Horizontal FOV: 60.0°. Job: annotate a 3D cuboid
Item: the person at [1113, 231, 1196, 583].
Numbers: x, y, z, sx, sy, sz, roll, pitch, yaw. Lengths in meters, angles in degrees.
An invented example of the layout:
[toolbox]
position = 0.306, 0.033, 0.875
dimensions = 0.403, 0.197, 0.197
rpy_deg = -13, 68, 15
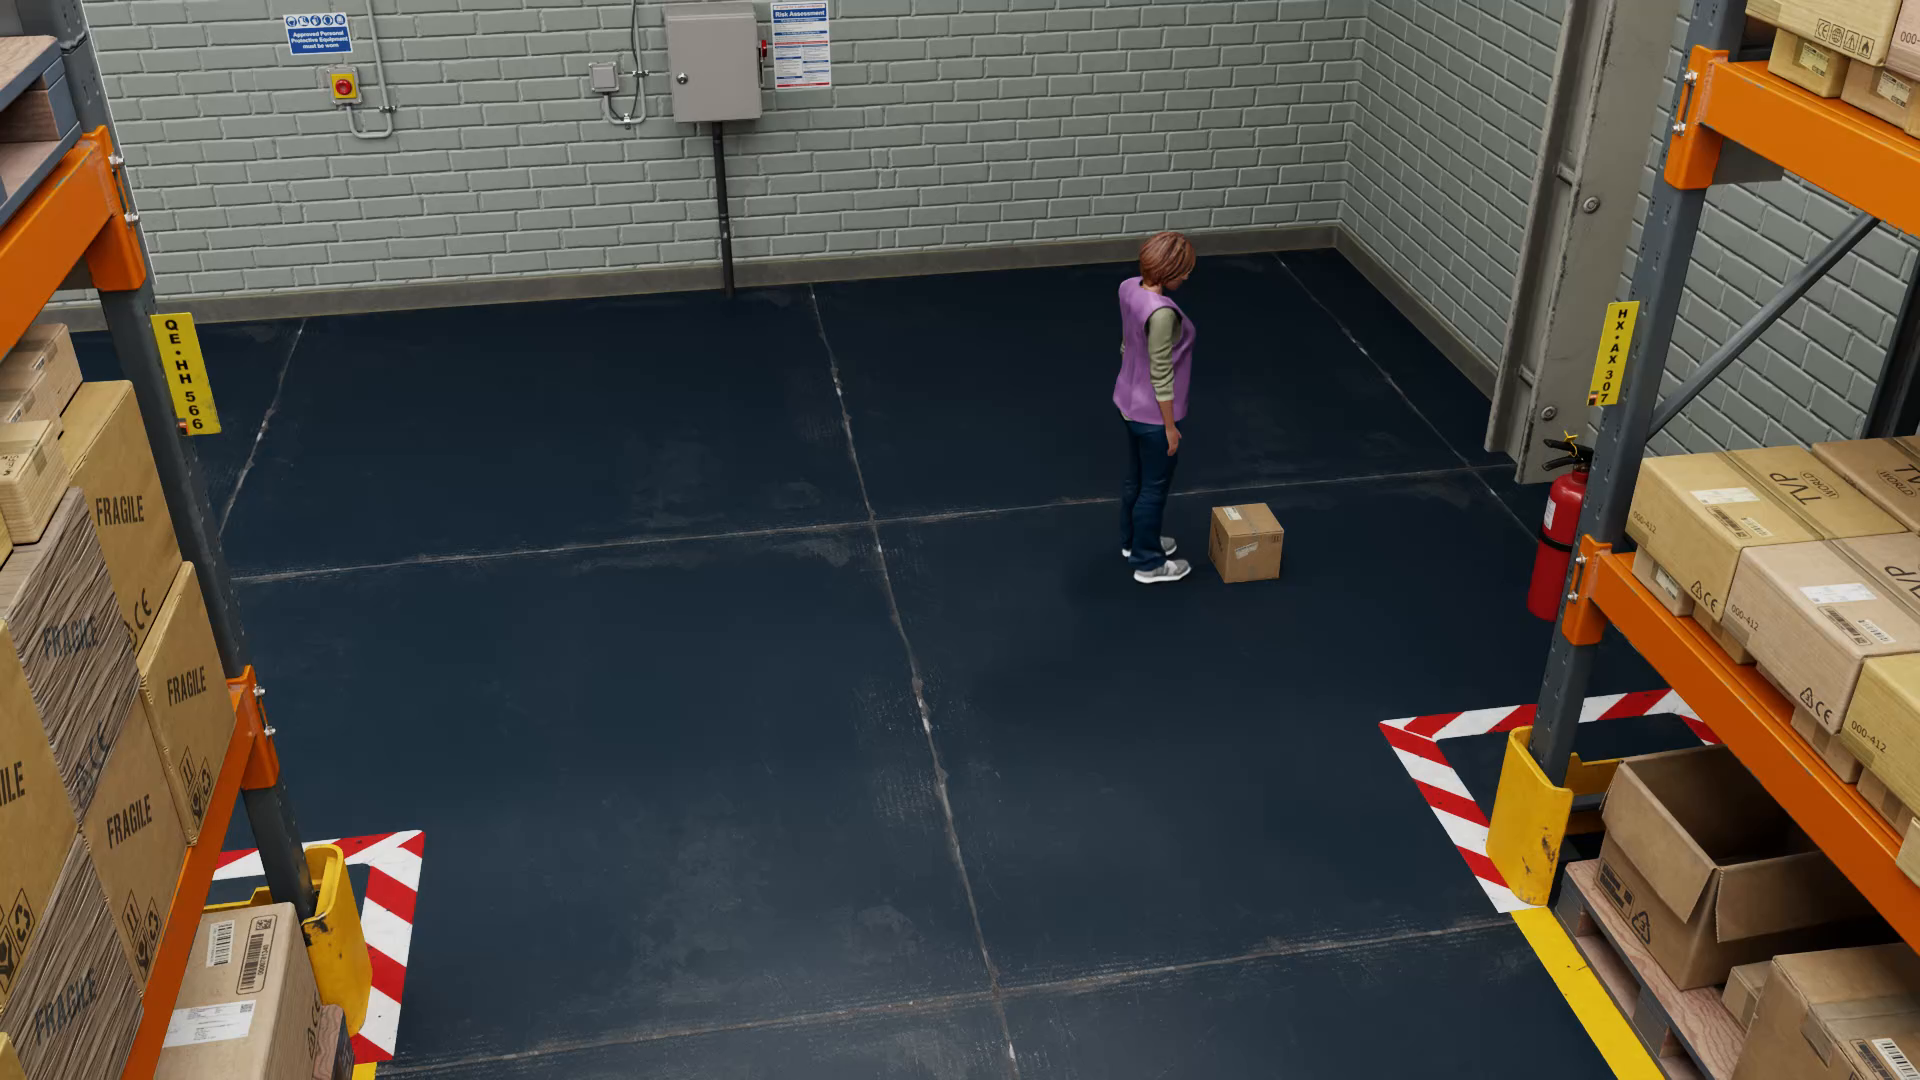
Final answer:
[person]
position = 0.845, -0.533, 7.004
dimensions = 0.383, 1.589, 0.425
rpy_deg = -8, 32, -13
